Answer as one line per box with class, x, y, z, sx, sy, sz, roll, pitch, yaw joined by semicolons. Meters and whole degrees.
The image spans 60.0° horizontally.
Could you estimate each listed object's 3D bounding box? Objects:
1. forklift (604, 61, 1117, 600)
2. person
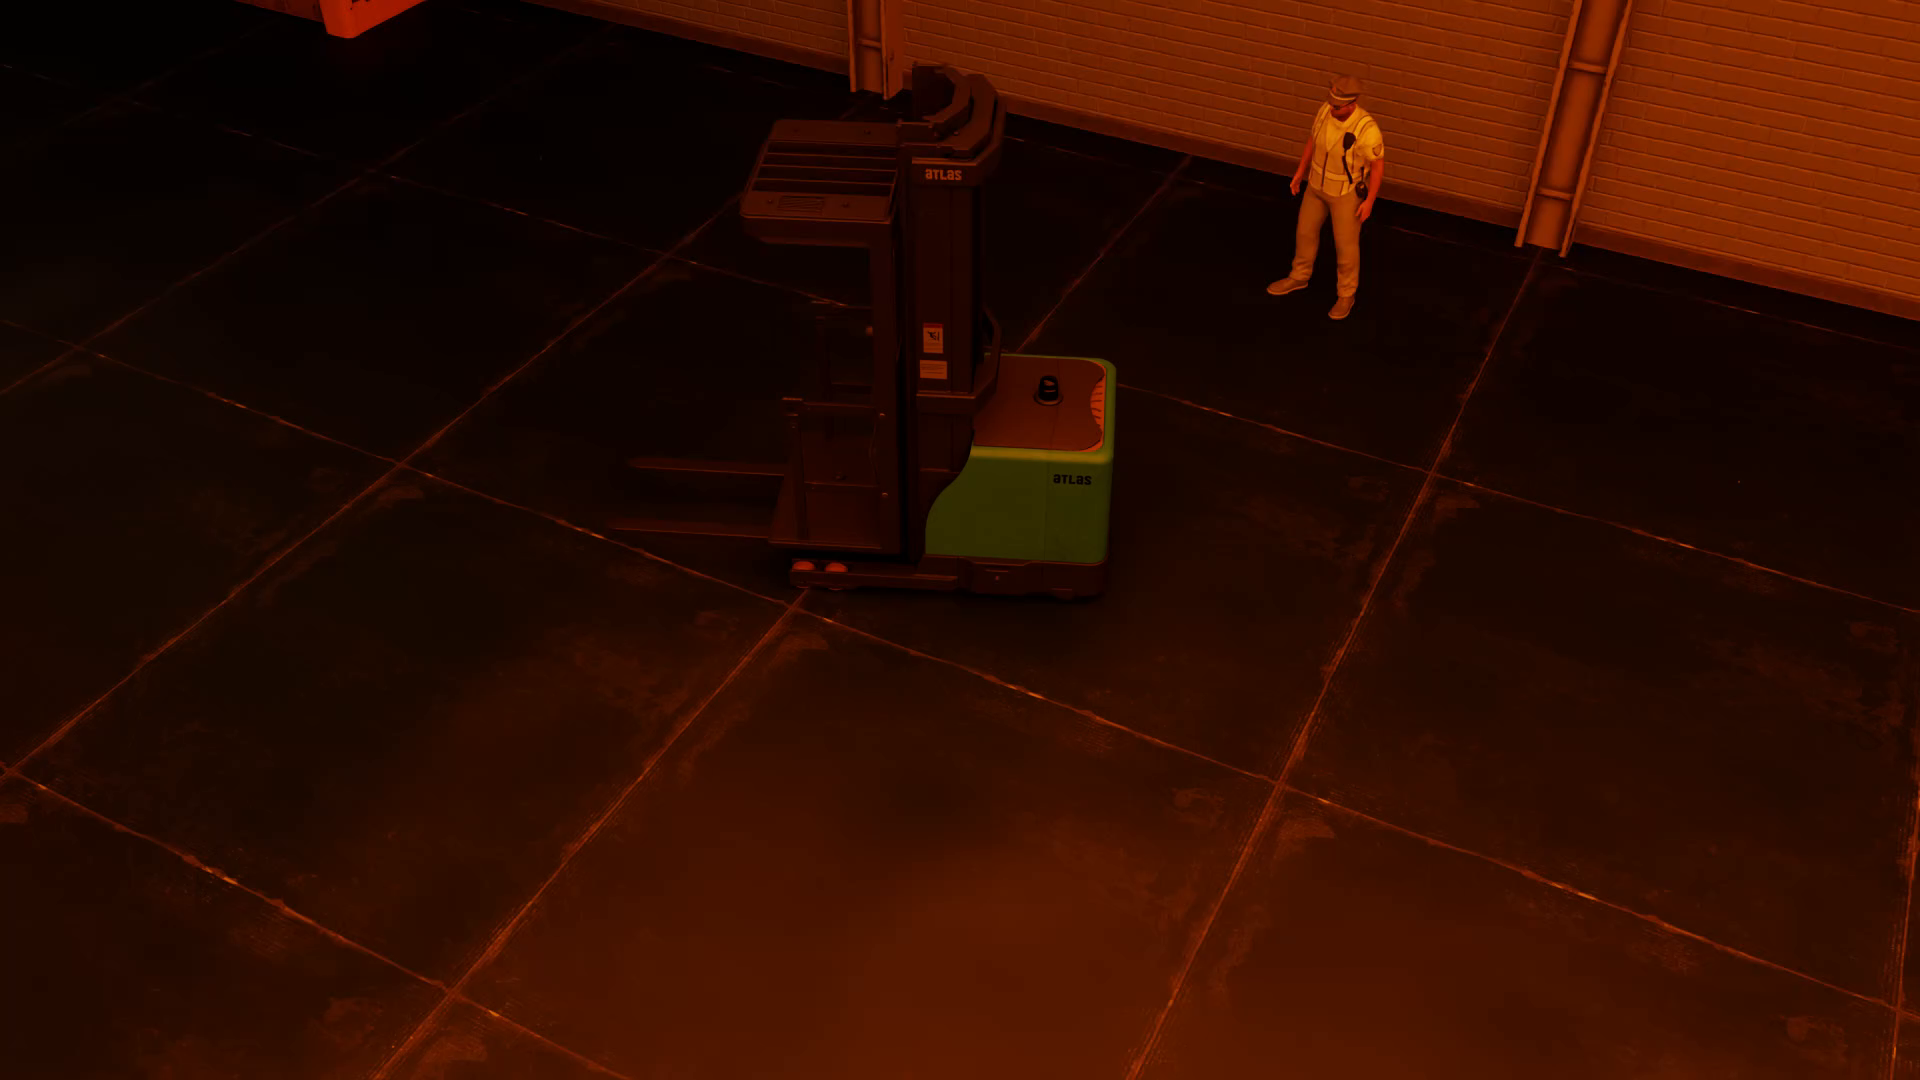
forklift;-0.606;-1.157;9.360;3.031;2.935;1.130;3;40;4
person;2.671;-2.489;11.862;0.481;1.756;0.669;-31;49;-31
